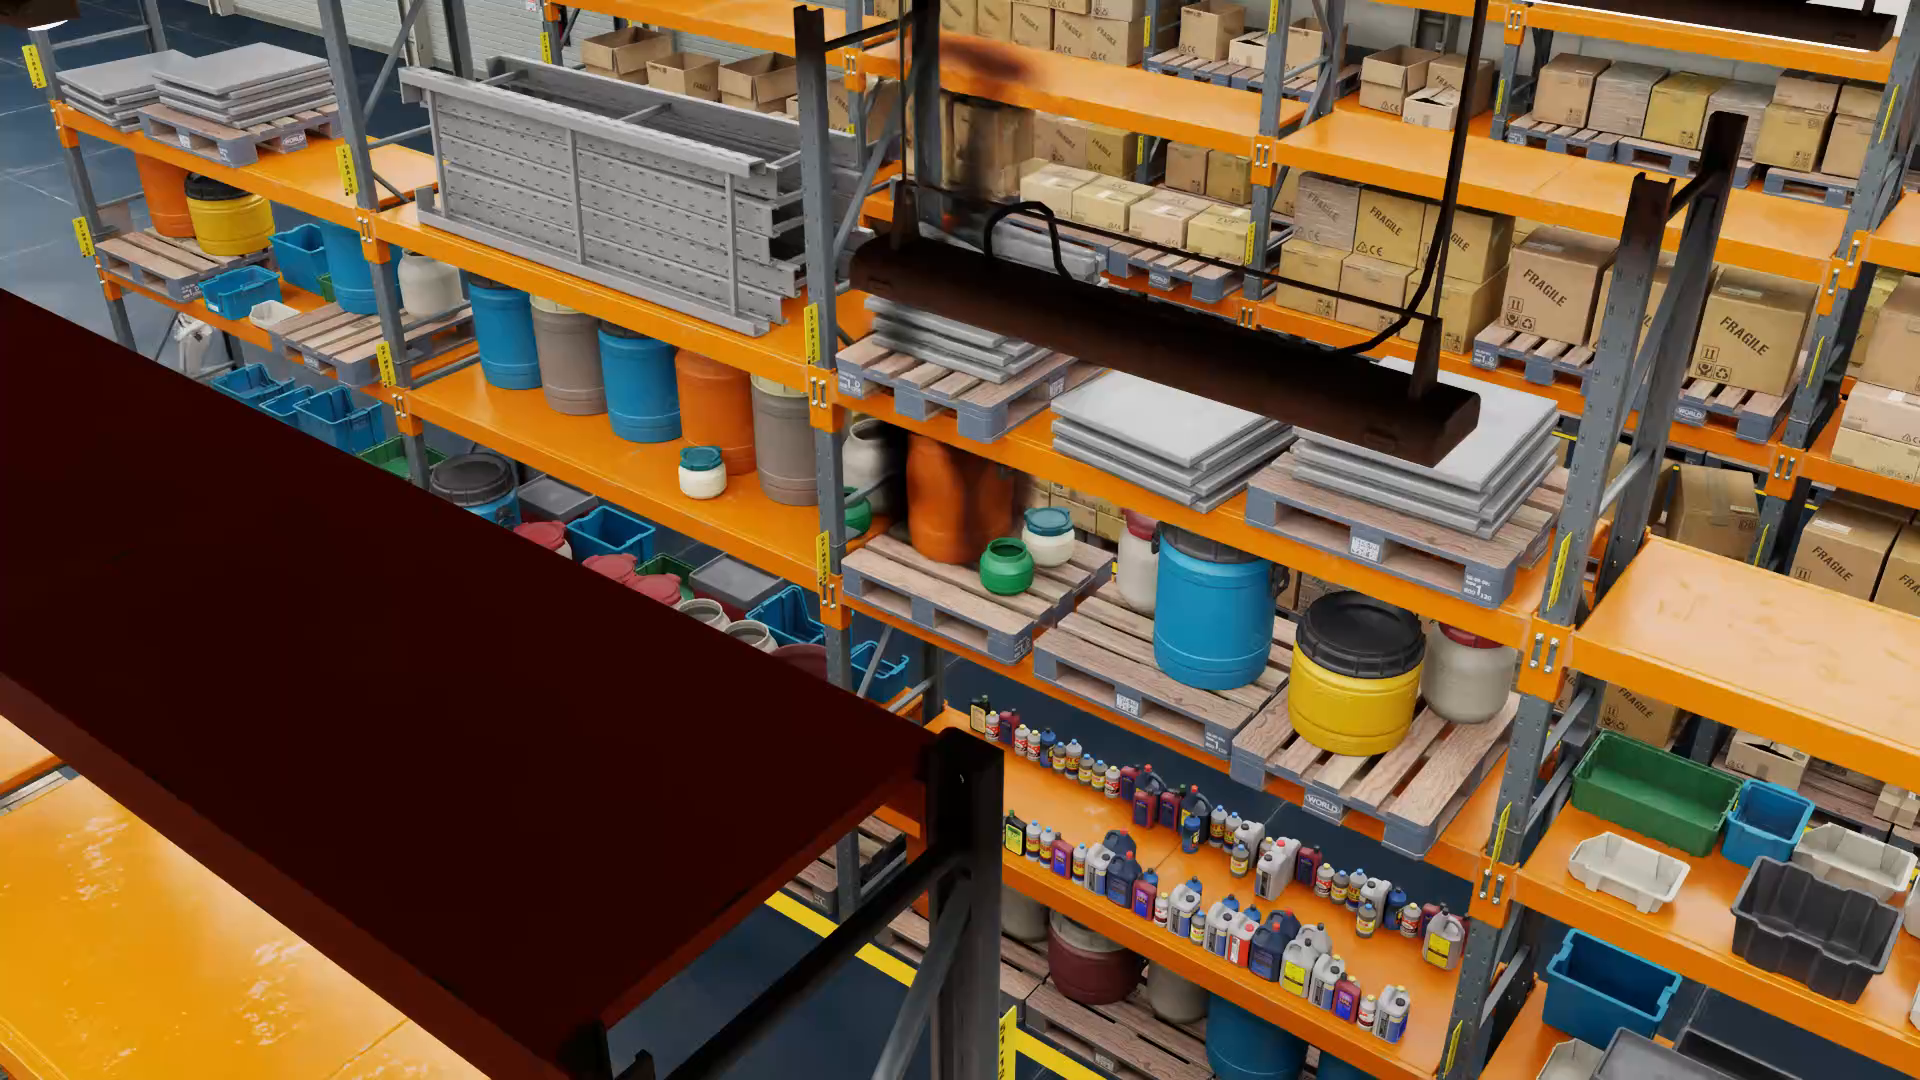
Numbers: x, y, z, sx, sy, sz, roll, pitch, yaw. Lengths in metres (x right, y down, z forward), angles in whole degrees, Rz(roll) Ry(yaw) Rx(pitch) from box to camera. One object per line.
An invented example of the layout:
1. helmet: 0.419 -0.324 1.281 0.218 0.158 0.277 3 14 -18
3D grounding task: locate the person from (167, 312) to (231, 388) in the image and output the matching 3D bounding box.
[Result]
1. person: -7.865 -2.143 17.213 0.582 1.635 0.615 -19 36 -28
